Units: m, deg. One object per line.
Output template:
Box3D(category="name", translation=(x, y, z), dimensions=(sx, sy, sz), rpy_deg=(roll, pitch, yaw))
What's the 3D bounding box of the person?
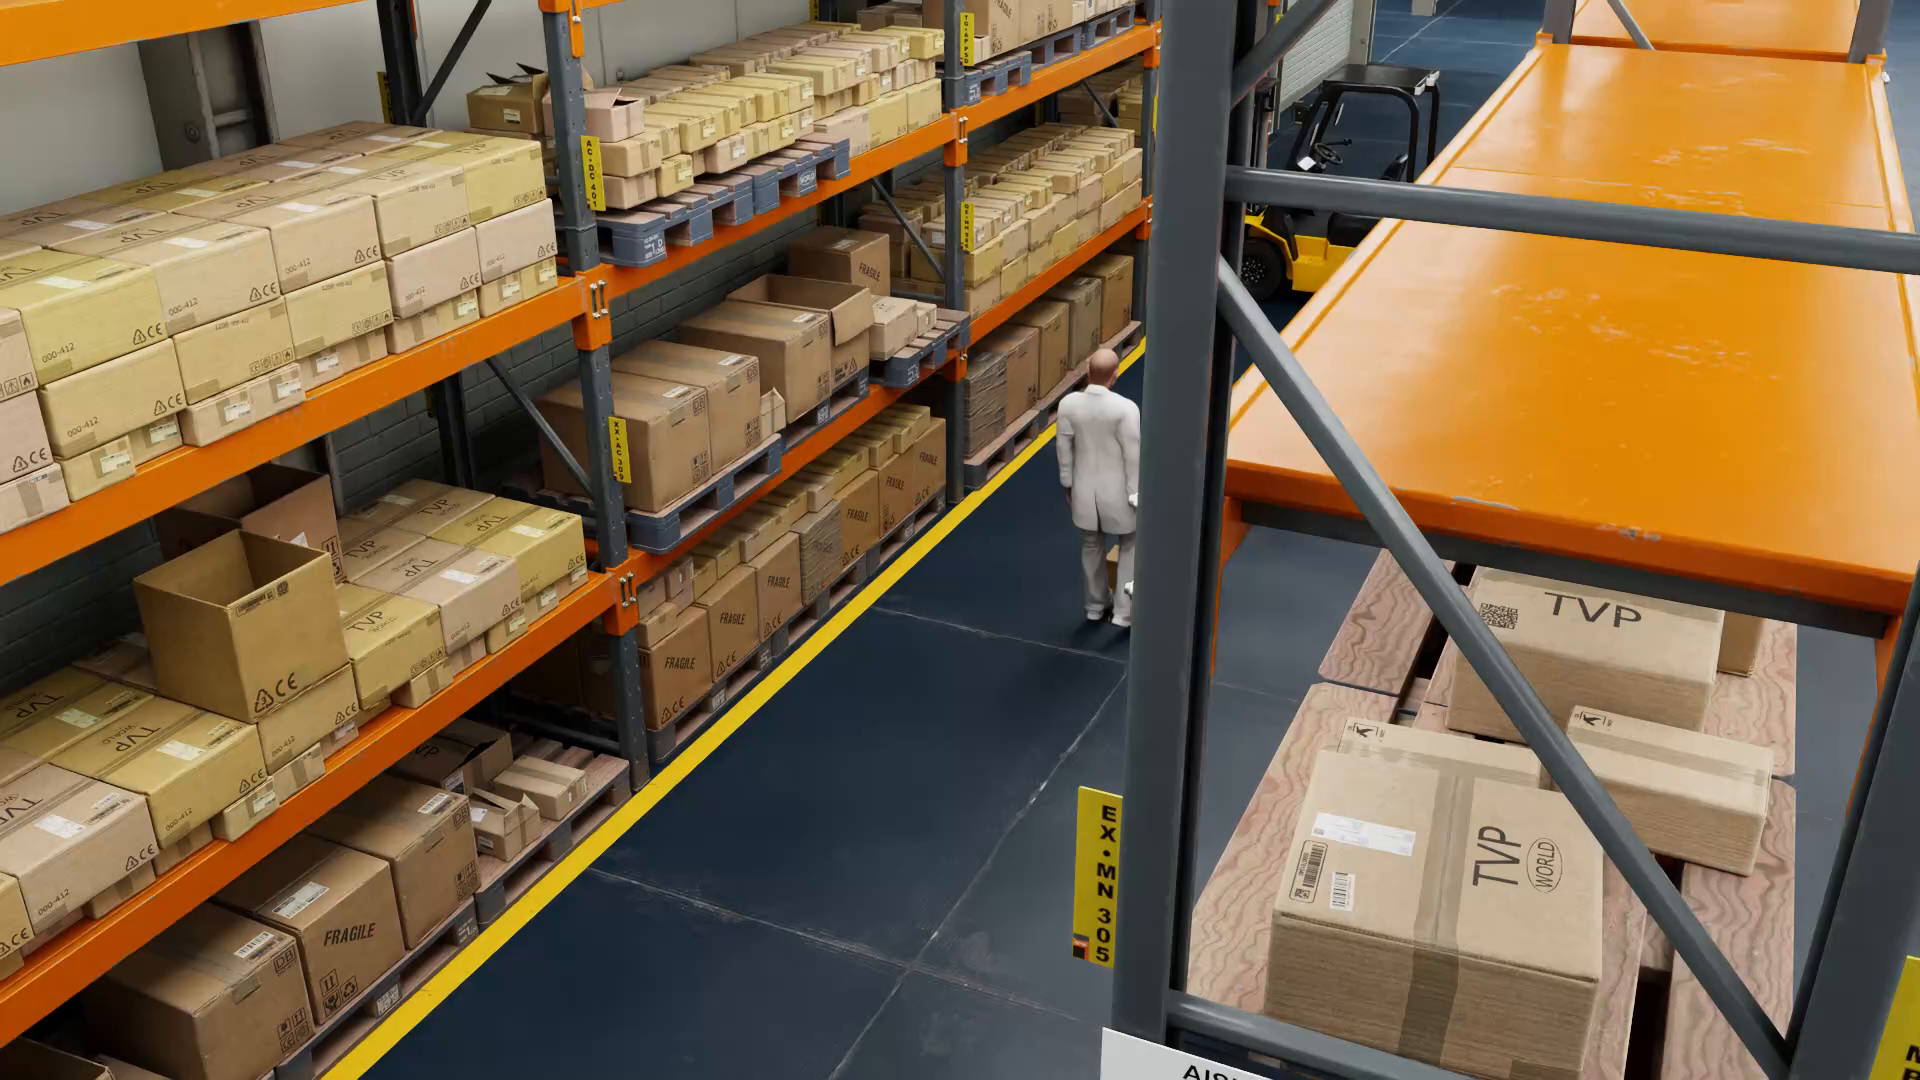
Box3D(category="person", translation=(0.913, -0.302, 10.094), dimensions=(0.612, 1.827, 0.497), rpy_deg=(13, 29, 25))
